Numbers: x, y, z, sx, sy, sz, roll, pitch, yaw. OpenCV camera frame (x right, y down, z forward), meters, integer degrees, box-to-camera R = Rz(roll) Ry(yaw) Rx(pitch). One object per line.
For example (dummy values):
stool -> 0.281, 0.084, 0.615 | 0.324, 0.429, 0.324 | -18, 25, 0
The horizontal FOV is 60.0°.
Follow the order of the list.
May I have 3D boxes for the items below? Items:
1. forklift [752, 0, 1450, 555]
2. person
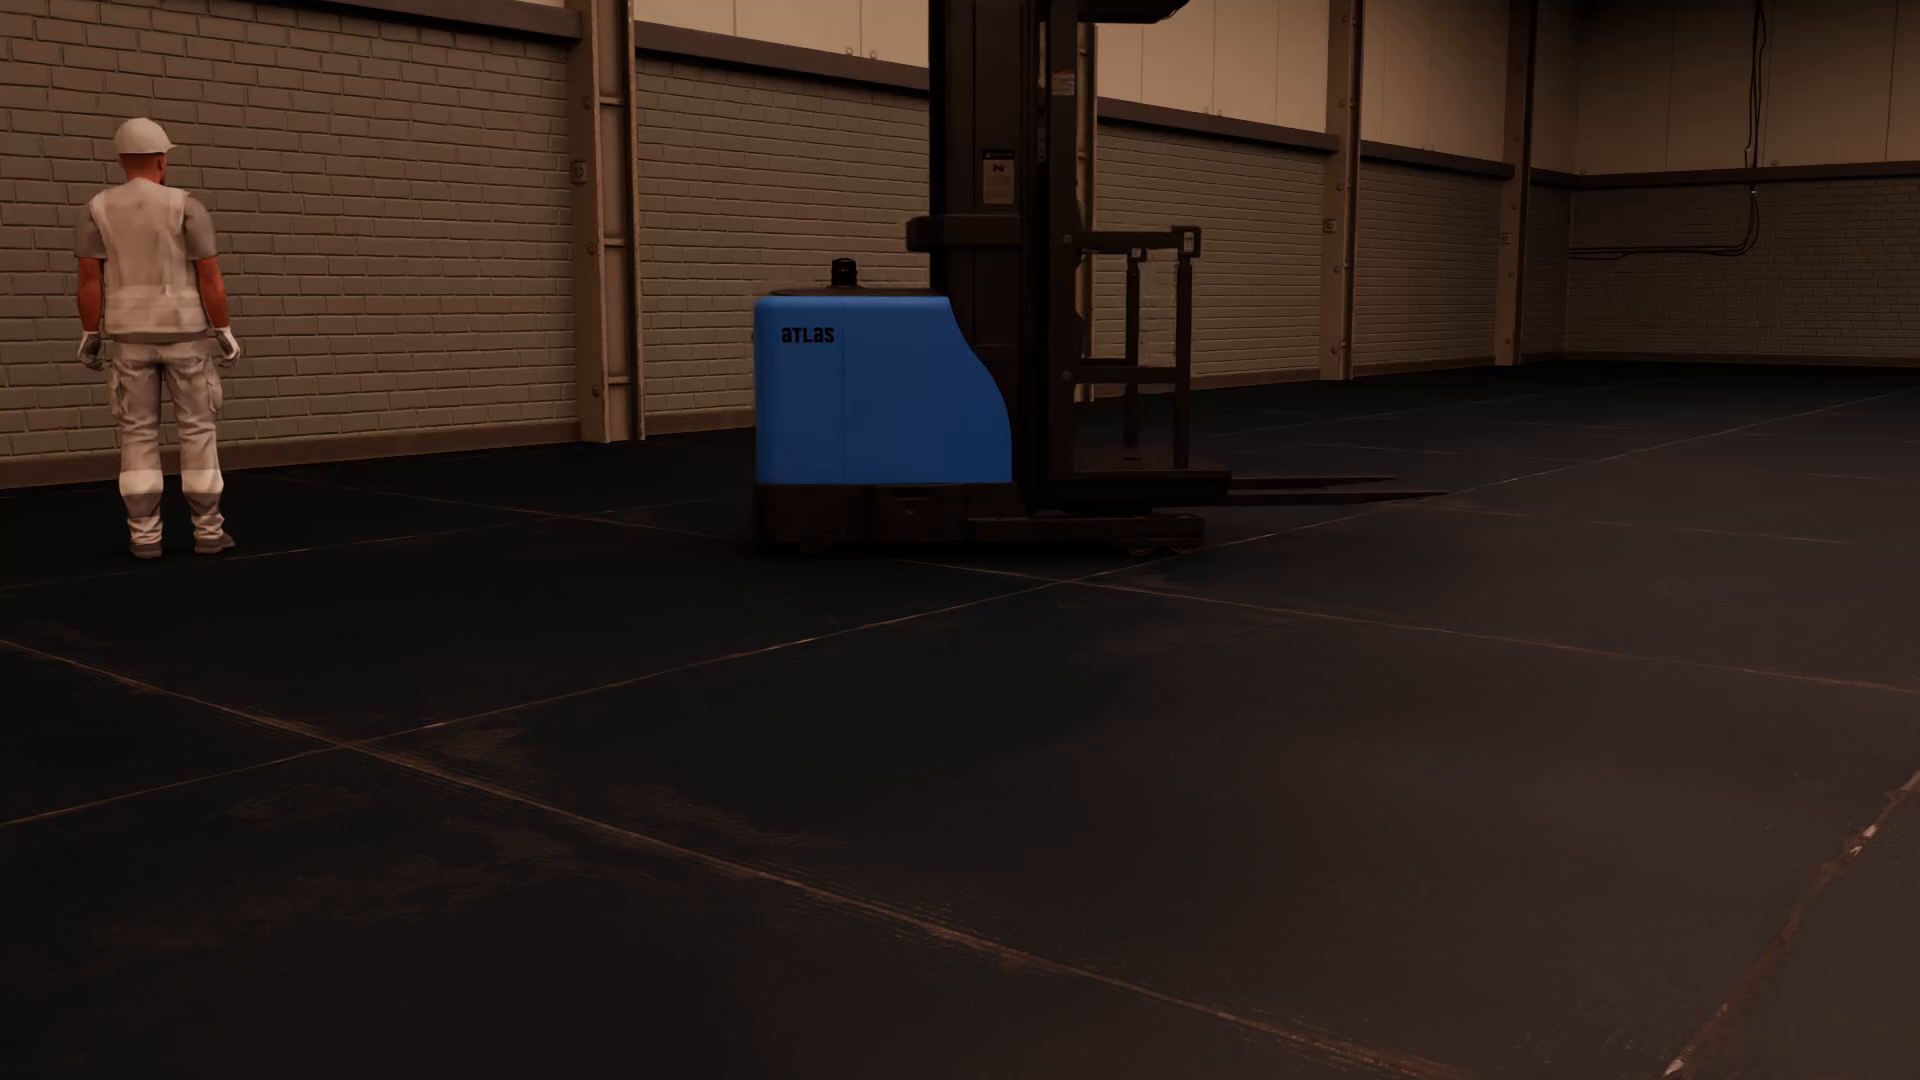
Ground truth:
forklift -> 0.607, -1.461, 7.267 | 3.031, 2.935, 1.130 | -1, 8, -6
person -> -3.314, -0.829, 6.898 | 0.614, 1.794, 0.378 | -2, 9, -16
